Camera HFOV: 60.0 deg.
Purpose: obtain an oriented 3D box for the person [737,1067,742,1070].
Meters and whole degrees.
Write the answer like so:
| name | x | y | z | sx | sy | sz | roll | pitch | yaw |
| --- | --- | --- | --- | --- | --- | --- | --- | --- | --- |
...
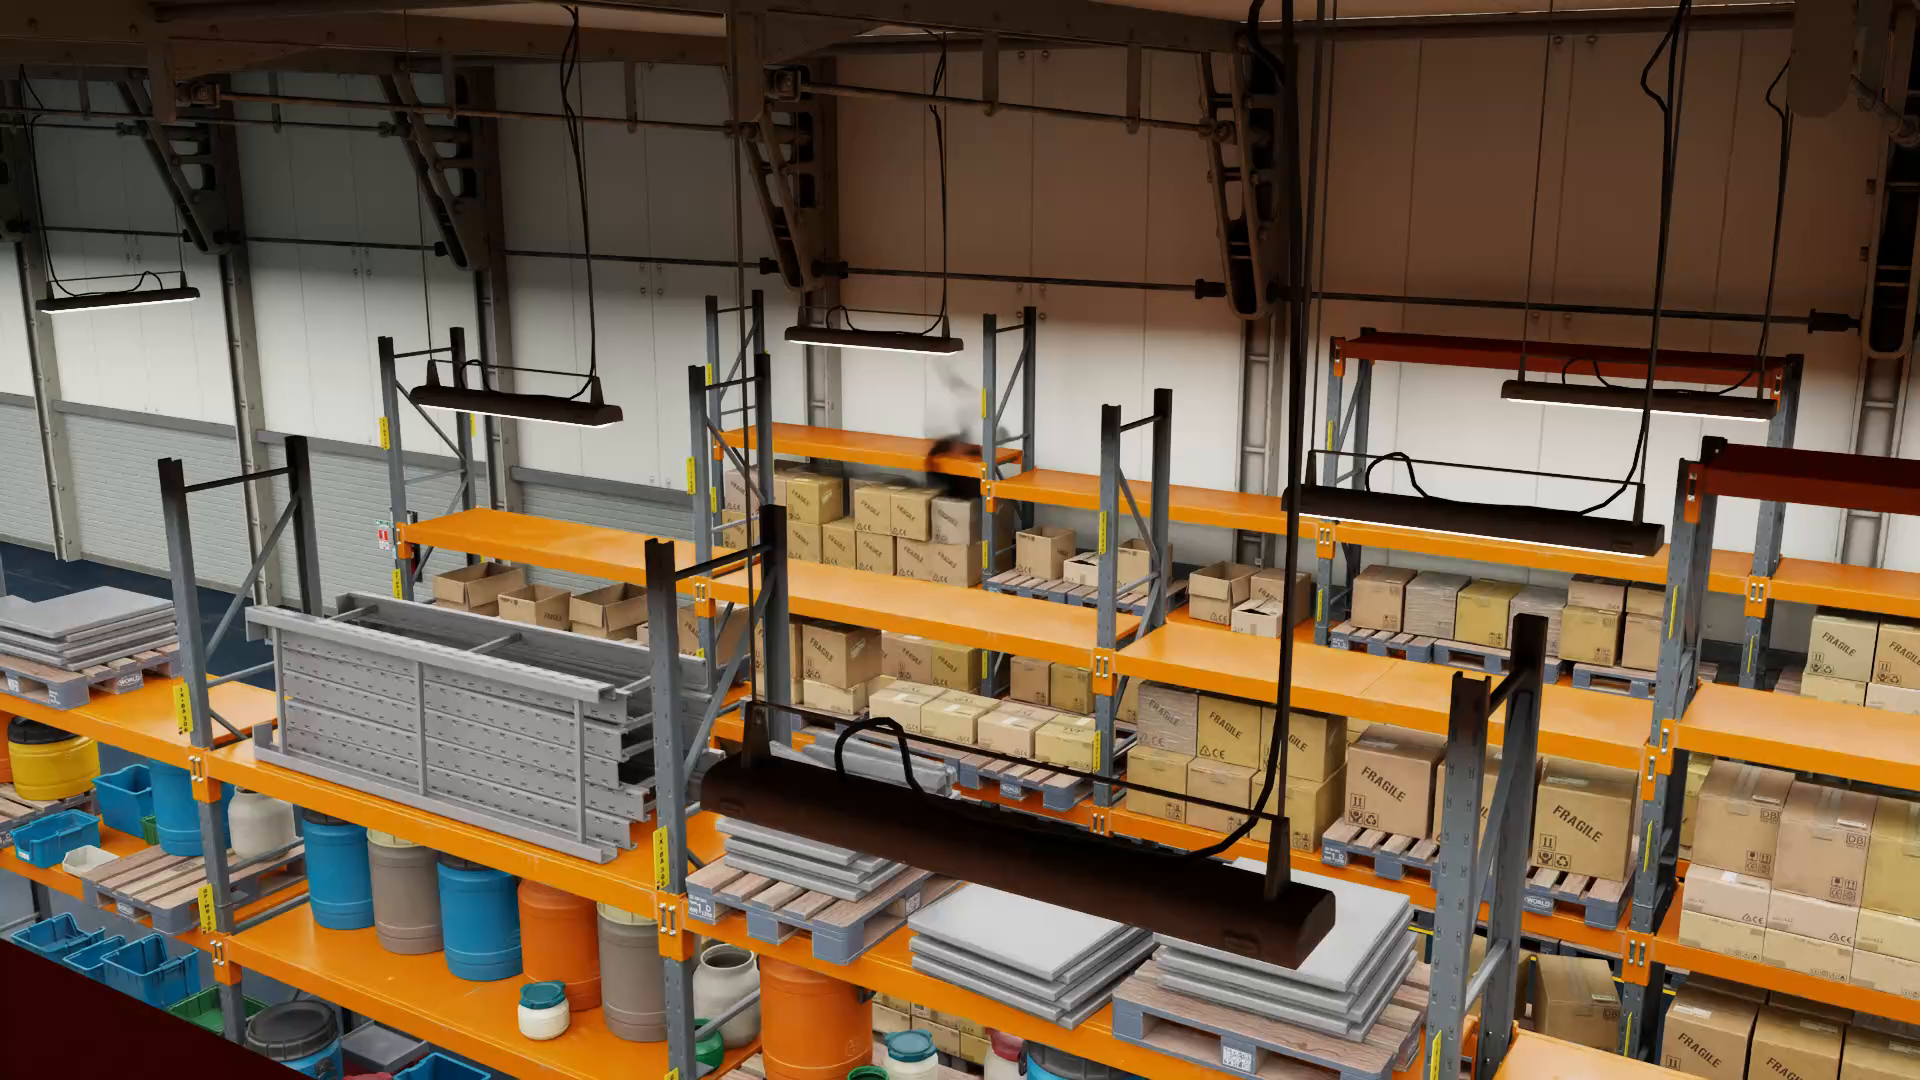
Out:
| name | x | y | z | sx | sy | sz | roll | pitch | yaw |
| --- | --- | --- | --- | --- | --- | --- | --- | --- | --- |
| person | -1.360 | 4.204 | 12.519 | 0.960 | 1.747 | 0.710 | 7 | 15 | 26 |
